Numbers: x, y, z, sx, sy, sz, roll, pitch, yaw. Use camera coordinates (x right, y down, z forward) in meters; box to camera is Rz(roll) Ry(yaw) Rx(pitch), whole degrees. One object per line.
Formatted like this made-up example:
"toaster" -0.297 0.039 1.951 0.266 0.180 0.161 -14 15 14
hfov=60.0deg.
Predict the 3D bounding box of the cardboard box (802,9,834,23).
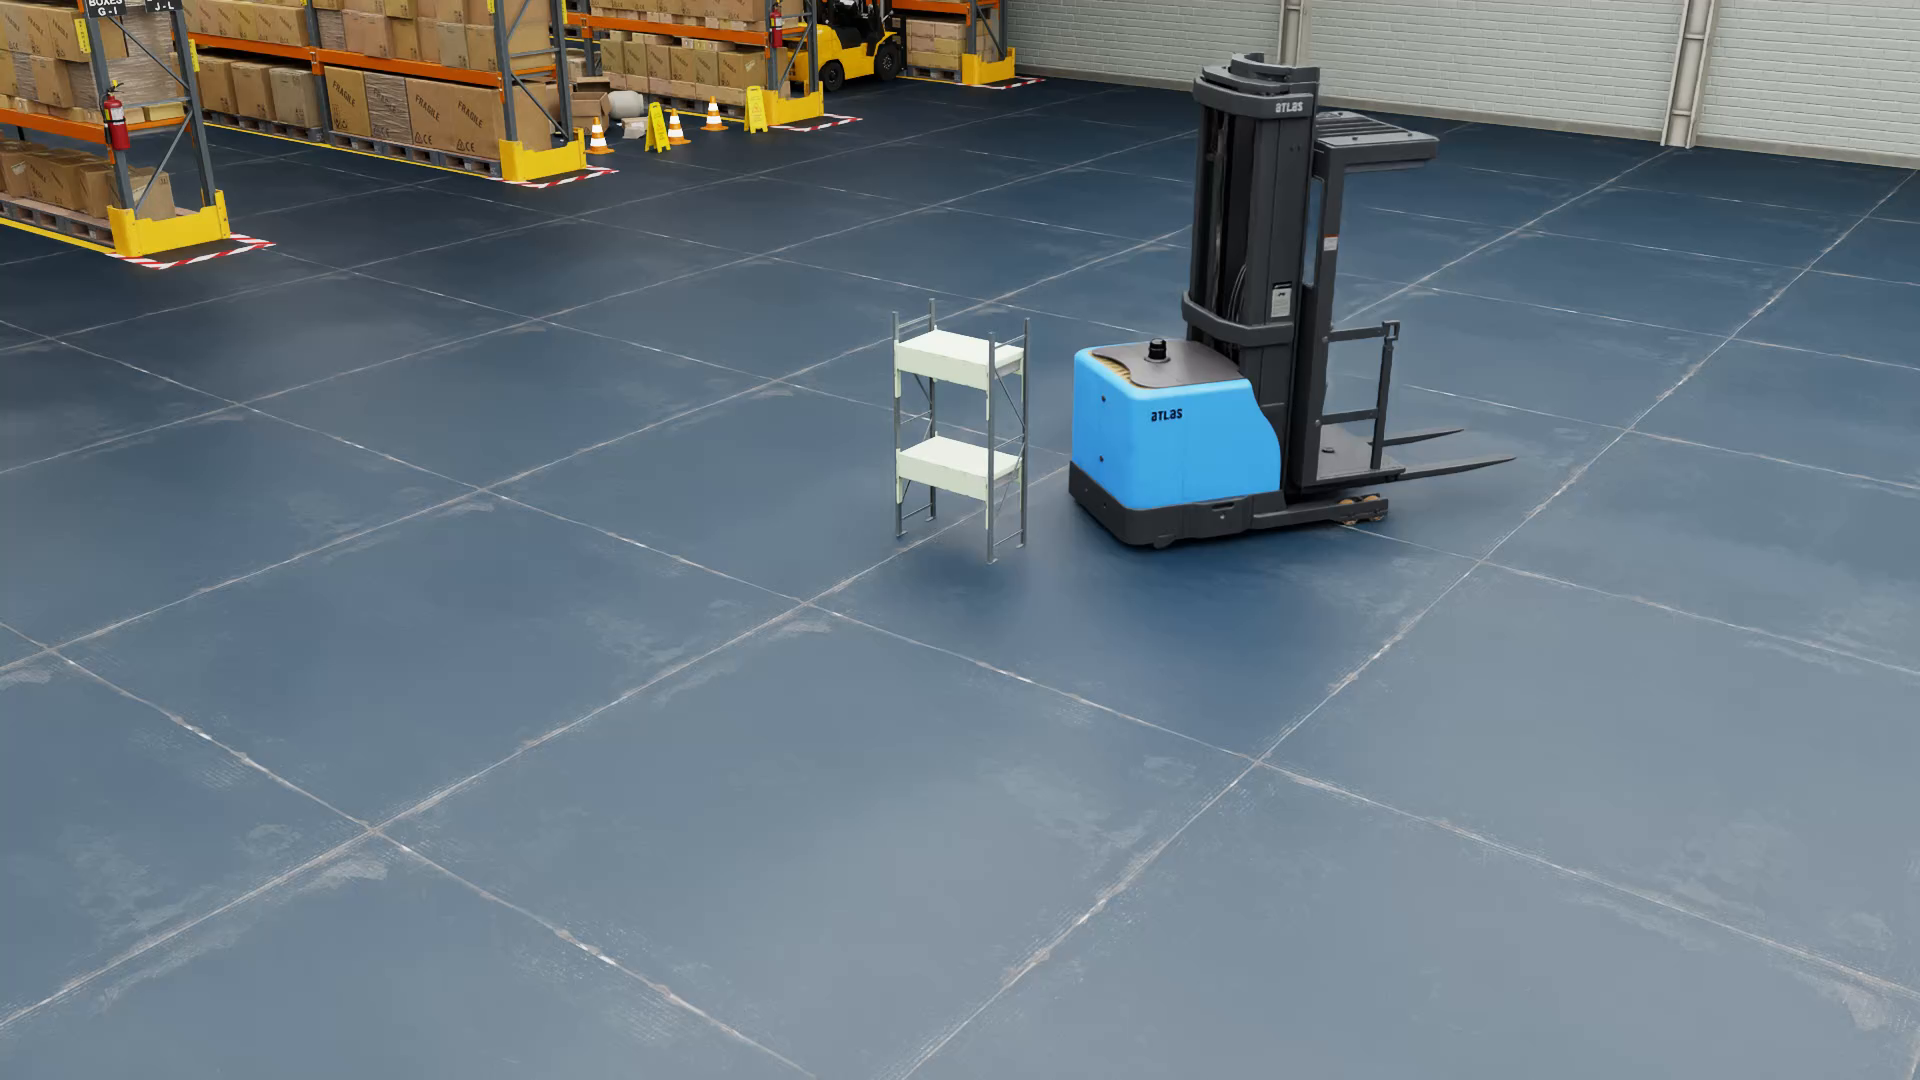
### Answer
"cardboard box" -2.526 -9.490 30.218 0.500 0.250 0.500 16 29 33

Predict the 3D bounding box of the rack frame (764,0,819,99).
"rack frame" -2.498 -7.747 24.613 0.127 3.000 1.000 17 29 33

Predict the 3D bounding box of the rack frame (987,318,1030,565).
"rack frame" 0.298 -0.596 10.243 0.023 1.500 0.400 17 29 33

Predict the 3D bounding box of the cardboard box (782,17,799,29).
"cardboard box" -2.646 -7.781 25.002 0.250 0.149 0.380 17 29 33

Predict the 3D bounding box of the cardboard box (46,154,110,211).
"cardboard box" -9.920 -4.046 18.791 0.500 0.500 0.500 20 31 38

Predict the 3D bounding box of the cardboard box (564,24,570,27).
"cardboard box" -8.045 -10.863 34.263 0.500 0.500 0.500 16 28 32

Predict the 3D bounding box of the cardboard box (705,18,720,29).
"cardboard box" -3.611 -7.801 25.046 0.250 0.149 0.380 17 29 34

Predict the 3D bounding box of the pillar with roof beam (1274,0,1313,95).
"pillar with roof beam" 2.679 -9.714 21.637 0.400 9.000 9.100 17 29 33

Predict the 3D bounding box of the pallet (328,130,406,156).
"pallet" -8.025 -5.608 23.216 1.213 0.211 1.003 17 29 33

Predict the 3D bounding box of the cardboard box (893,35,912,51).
"cardboard box" -0.922 -8.772 29.208 0.500 0.250 0.500 16 28 32

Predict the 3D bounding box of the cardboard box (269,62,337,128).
"cardboard box" -9.137 -6.377 23.772 0.750 0.750 1.050 17 29 33

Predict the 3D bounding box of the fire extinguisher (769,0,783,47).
"fire extinguisher" -2.683 -7.536 24.229 0.183 0.674 0.296 17 29 33

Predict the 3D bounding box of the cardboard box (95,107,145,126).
"cardboard box" -8.793 -4.437 17.413 0.250 0.149 0.380 17 29 33

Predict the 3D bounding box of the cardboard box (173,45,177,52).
"cardboard box" -12.492 -7.533 25.775 0.500 0.250 0.500 16 28 32

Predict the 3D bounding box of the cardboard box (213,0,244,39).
"cardboard box" -10.381 -7.545 24.031 0.500 0.500 0.500 16 29 33

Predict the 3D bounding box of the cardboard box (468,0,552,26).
"cardboard box" -5.660 -6.791 20.917 0.550 0.550 0.875 17 29 33

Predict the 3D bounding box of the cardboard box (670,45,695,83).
"cardboard box" -4.115 -7.383 25.747 0.500 0.500 0.500 16 28 32

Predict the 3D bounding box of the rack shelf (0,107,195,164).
"rack shelf" -10.042 -4.704 18.599 4.000 0.370 1.077 17 29 33

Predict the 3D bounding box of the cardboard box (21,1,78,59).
"cardboard box" -9.433 -5.362 17.466 0.500 0.500 0.500 17 29 33

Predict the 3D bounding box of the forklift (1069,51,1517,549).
"forklift" 2.312 -1.632 10.820 3.031 2.935 1.130 -8 25 -18

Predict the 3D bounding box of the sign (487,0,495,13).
"sign" -5.722 -6.592 20.262 0.005 0.325 0.100 17 29 33

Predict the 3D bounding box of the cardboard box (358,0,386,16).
"cardboard box" -7.453 -7.285 22.039 0.550 0.550 0.875 17 29 33

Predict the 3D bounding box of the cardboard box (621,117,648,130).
"cardboard box" -4.758 -6.108 24.428 0.380 0.149 0.250 -10 26 -21

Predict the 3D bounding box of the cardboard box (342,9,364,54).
"cardboard box" -7.831 -6.951 22.619 0.550 0.550 0.875 17 29 33

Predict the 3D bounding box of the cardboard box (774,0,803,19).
"cardboard box" -2.711 -8.133 24.996 0.500 0.500 0.500 16 29 33

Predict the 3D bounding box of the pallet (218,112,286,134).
"pallet" -10.230 -6.274 24.728 1.213 0.211 1.003 17 29 33

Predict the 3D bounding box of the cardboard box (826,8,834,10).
"cardboard box" -2.215 -9.652 30.585 0.500 0.250 0.500 17 29 34

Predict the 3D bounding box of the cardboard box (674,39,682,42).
"cardboard box" -4.247 -7.690 26.442 0.500 0.500 0.500 19 30 36

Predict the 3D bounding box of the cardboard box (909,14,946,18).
"cardboard box" -0.591 -9.163 29.475 0.500 0.250 0.500 17 29 33

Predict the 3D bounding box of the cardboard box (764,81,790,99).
"cardboard box" -2.978 -6.966 25.728 0.500 0.250 0.500 17 29 33

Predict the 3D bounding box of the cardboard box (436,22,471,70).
"cardboard box" -6.163 -6.396 21.359 0.550 0.550 0.875 17 29 33

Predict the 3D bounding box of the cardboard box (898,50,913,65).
"cardboard box" -0.877 -8.543 29.307 0.500 0.250 0.500 17 29 34

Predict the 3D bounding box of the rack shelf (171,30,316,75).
"rack shelf" -10.187 -7.248 24.371 4.000 0.370 1.077 17 29 33

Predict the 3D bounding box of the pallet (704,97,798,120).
"pallet" -3.188 -6.698 25.689 1.213 0.211 1.003 17 29 33

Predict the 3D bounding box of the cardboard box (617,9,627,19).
"cardboard box" -5.175 -8.321 26.227 0.250 0.149 0.380 17 29 33

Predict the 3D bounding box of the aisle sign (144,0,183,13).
"aisle sign" -8.212 -5.822 17.018 0.004 0.787 0.394 17 29 33

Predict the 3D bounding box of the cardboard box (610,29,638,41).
"cardboard box" -5.325 -8.009 26.362 0.250 0.149 0.380 17 29 34

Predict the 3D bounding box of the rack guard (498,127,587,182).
"rack guard" -5.367 -4.976 21.424 0.348 0.500 1.175 17 29 33

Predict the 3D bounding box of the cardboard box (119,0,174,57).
"cardboard box" -8.718 -5.410 17.576 0.500 0.500 0.500 17 29 33

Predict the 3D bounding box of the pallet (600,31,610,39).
"pallet" -6.500 -10.201 33.641 1.213 0.211 1.003 17 29 33

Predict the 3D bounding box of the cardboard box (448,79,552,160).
"cardboard box" -5.968 -5.488 21.601 0.875 0.875 0.875 17 29 34

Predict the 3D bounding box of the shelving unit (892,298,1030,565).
"shelving unit" 0.005 -0.685 10.444 0.755 1.500 0.431 17 29 33

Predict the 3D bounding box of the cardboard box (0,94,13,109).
"cardboard box" -10.442 -4.895 18.451 0.250 0.149 0.380 17 29 33

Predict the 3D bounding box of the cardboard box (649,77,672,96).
"cardboard box" -4.529 -7.166 26.183 0.500 0.250 0.500 16 29 33

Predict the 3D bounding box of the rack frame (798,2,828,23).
"rack frame" -2.725 -10.317 30.446 0.127 3.000 1.000 17 29 33

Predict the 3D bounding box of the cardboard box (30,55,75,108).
"cardboard box" -9.337 -4.956 17.785 0.500 0.500 0.875 17 29 33

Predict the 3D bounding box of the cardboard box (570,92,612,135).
"cardboard box" -5.422 -6.213 24.227 0.637 0.503 0.797 -1 24 -3

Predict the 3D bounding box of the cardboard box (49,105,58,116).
"cardboard box" -9.590 -4.681 17.966 0.250 0.149 0.380 17 29 33

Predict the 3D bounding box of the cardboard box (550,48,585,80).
"cardboard box" -6.697 -8.003 27.932 0.625 0.372 0.950 19 30 36

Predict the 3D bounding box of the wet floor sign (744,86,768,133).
"wet floor sign" -2.988 -6.279 24.200 0.267 0.644 0.232 -15 28 -30

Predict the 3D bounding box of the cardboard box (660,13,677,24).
"cardboard box" -4.403 -8.056 25.625 0.250 0.149 0.380 17 29 33

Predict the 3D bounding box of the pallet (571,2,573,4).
"pallet" -7.291 -9.129 27.986 1.213 0.211 1.003 17 29 33

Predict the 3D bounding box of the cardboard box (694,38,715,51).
"cardboard box" -3.829 -7.560 25.342 0.250 0.149 0.380 17 29 34

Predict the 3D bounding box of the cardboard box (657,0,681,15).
"cardboard box" -4.288 -8.345 25.477 0.500 0.500 0.500 17 29 34
